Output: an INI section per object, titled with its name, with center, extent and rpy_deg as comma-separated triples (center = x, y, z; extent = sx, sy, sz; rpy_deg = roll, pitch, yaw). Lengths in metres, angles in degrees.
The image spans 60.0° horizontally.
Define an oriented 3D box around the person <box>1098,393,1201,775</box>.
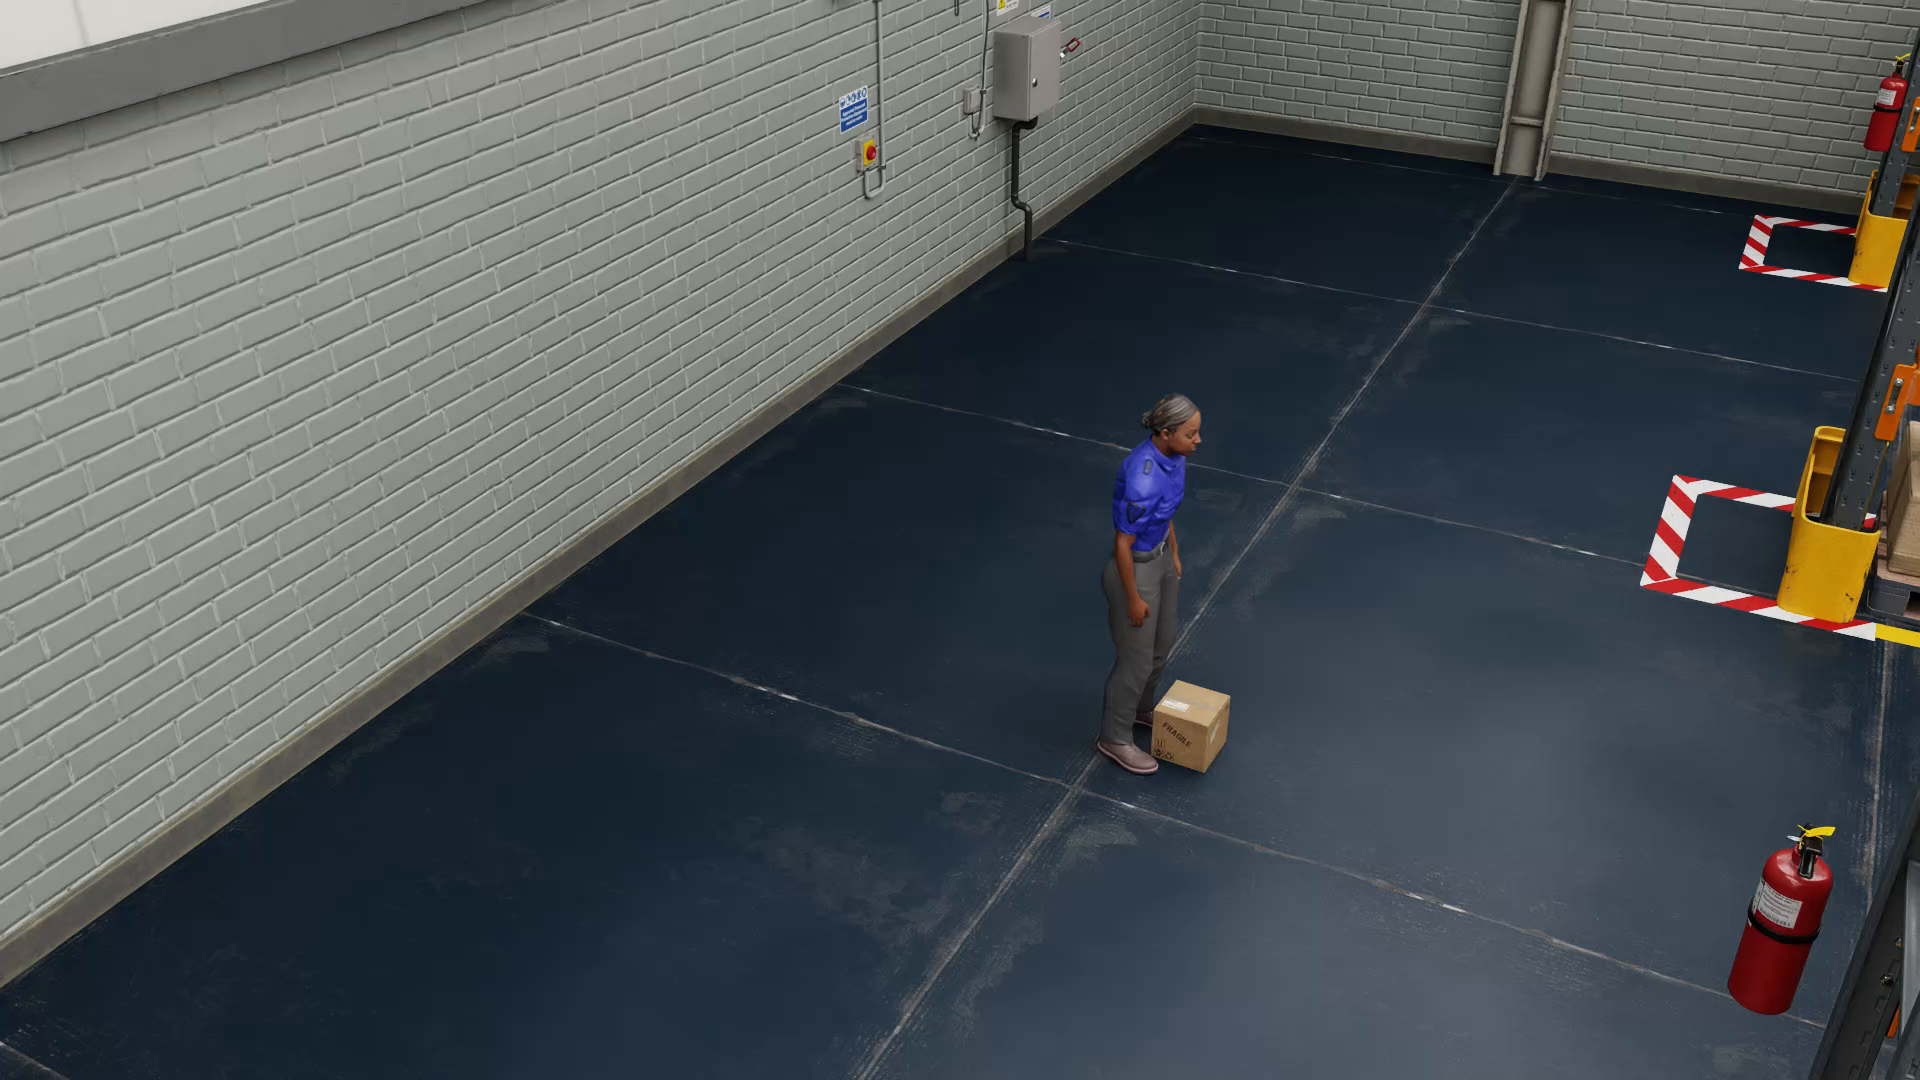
[person]
center = 0.774, 0.151, 6.875
extent = 0.347, 1.655, 0.490
rpy_deg = 15, 33, 23
